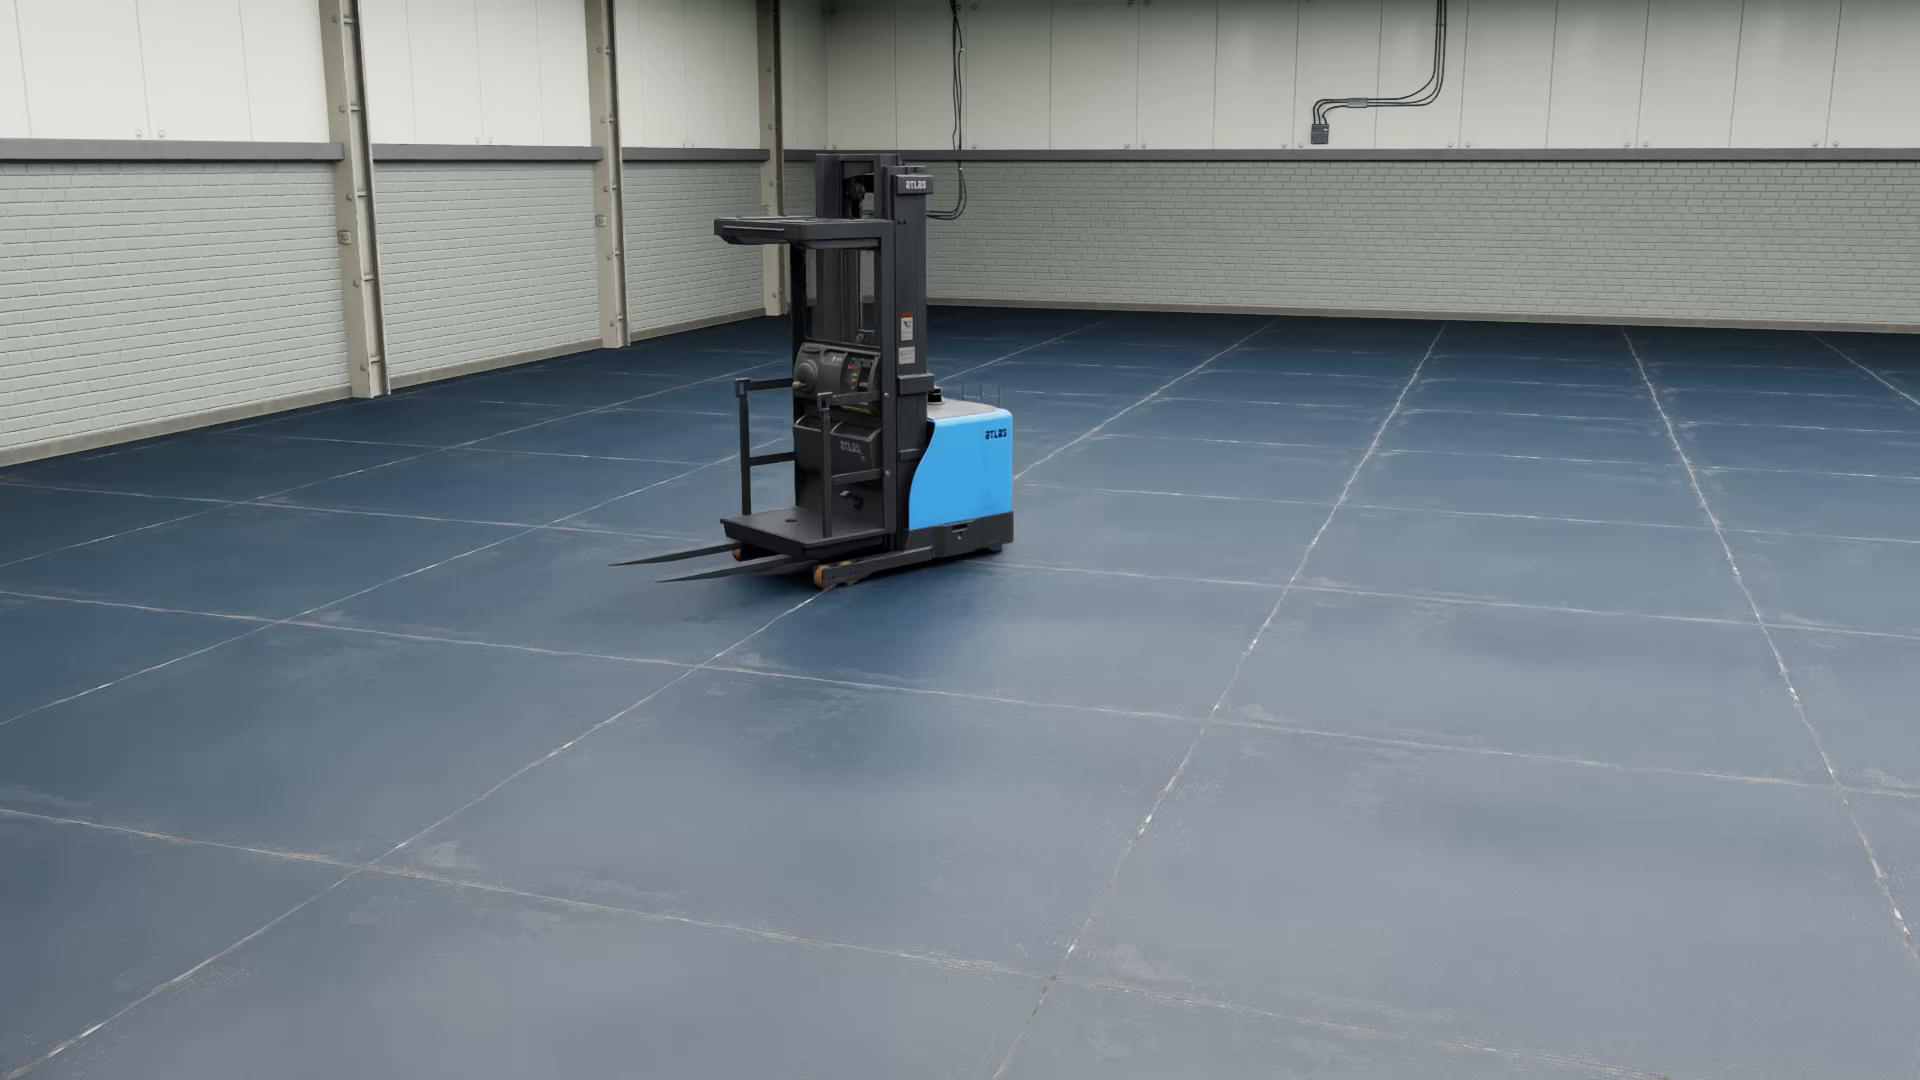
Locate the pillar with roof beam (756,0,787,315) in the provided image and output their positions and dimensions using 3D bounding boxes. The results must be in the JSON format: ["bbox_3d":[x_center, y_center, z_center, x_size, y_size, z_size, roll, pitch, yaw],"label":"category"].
[{"bbox_3d":[0.524,-8.427,29.686,9.100,9.000,0.400,4,14,18],"label":"pillar with roof beam"}]

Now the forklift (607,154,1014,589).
[{"bbox_3d":[-1.038,-1.218,11.737,3.031,2.935,1.130,-11,17,-40],"label":"forklift"}]

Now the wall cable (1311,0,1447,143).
[{"bbox_3d":[7.632,-10.233,29.957,2.305,6.003,0.169,4,14,18],"label":"wall cable"}]

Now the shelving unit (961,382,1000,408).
[{"bbox_3d":[0.161,-0.615,12.985,0.189,1.200,0.258,-11,17,-40],"label":"shelving unit"}]

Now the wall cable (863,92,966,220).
[{"bbox_3d":[-1.345,-7.748,33.690,3.097,2.526,0.112,4,14,18],"label":"wall cable"}]

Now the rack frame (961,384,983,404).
[{"bbox_3d":[0.092,-0.602,12.927,0.006,1.200,0.240,-11,17,-40],"label":"rack frame"}]

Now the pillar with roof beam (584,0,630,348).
[{"bbox_3d":[-1.418,-7.164,24.151,9.100,9.000,0.400,4,14,18],"label":"pillar with roof beam"}]

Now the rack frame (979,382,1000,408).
[{"bbox_3d":[0.230,-0.628,13.044,0.006,1.200,0.240,-11,17,-40],"label":"rack frame"}]

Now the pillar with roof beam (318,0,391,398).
[{"bbox_3d":[-3.359,-5.900,18.616,9.100,9.000,0.400,4,14,18],"label":"pillar with roof beam"}]

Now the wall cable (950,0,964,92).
[{"bbox_3d":[1.215,-10.016,32.275,3.097,2.526,0.112,4,14,18],"label":"wall cable"}]
